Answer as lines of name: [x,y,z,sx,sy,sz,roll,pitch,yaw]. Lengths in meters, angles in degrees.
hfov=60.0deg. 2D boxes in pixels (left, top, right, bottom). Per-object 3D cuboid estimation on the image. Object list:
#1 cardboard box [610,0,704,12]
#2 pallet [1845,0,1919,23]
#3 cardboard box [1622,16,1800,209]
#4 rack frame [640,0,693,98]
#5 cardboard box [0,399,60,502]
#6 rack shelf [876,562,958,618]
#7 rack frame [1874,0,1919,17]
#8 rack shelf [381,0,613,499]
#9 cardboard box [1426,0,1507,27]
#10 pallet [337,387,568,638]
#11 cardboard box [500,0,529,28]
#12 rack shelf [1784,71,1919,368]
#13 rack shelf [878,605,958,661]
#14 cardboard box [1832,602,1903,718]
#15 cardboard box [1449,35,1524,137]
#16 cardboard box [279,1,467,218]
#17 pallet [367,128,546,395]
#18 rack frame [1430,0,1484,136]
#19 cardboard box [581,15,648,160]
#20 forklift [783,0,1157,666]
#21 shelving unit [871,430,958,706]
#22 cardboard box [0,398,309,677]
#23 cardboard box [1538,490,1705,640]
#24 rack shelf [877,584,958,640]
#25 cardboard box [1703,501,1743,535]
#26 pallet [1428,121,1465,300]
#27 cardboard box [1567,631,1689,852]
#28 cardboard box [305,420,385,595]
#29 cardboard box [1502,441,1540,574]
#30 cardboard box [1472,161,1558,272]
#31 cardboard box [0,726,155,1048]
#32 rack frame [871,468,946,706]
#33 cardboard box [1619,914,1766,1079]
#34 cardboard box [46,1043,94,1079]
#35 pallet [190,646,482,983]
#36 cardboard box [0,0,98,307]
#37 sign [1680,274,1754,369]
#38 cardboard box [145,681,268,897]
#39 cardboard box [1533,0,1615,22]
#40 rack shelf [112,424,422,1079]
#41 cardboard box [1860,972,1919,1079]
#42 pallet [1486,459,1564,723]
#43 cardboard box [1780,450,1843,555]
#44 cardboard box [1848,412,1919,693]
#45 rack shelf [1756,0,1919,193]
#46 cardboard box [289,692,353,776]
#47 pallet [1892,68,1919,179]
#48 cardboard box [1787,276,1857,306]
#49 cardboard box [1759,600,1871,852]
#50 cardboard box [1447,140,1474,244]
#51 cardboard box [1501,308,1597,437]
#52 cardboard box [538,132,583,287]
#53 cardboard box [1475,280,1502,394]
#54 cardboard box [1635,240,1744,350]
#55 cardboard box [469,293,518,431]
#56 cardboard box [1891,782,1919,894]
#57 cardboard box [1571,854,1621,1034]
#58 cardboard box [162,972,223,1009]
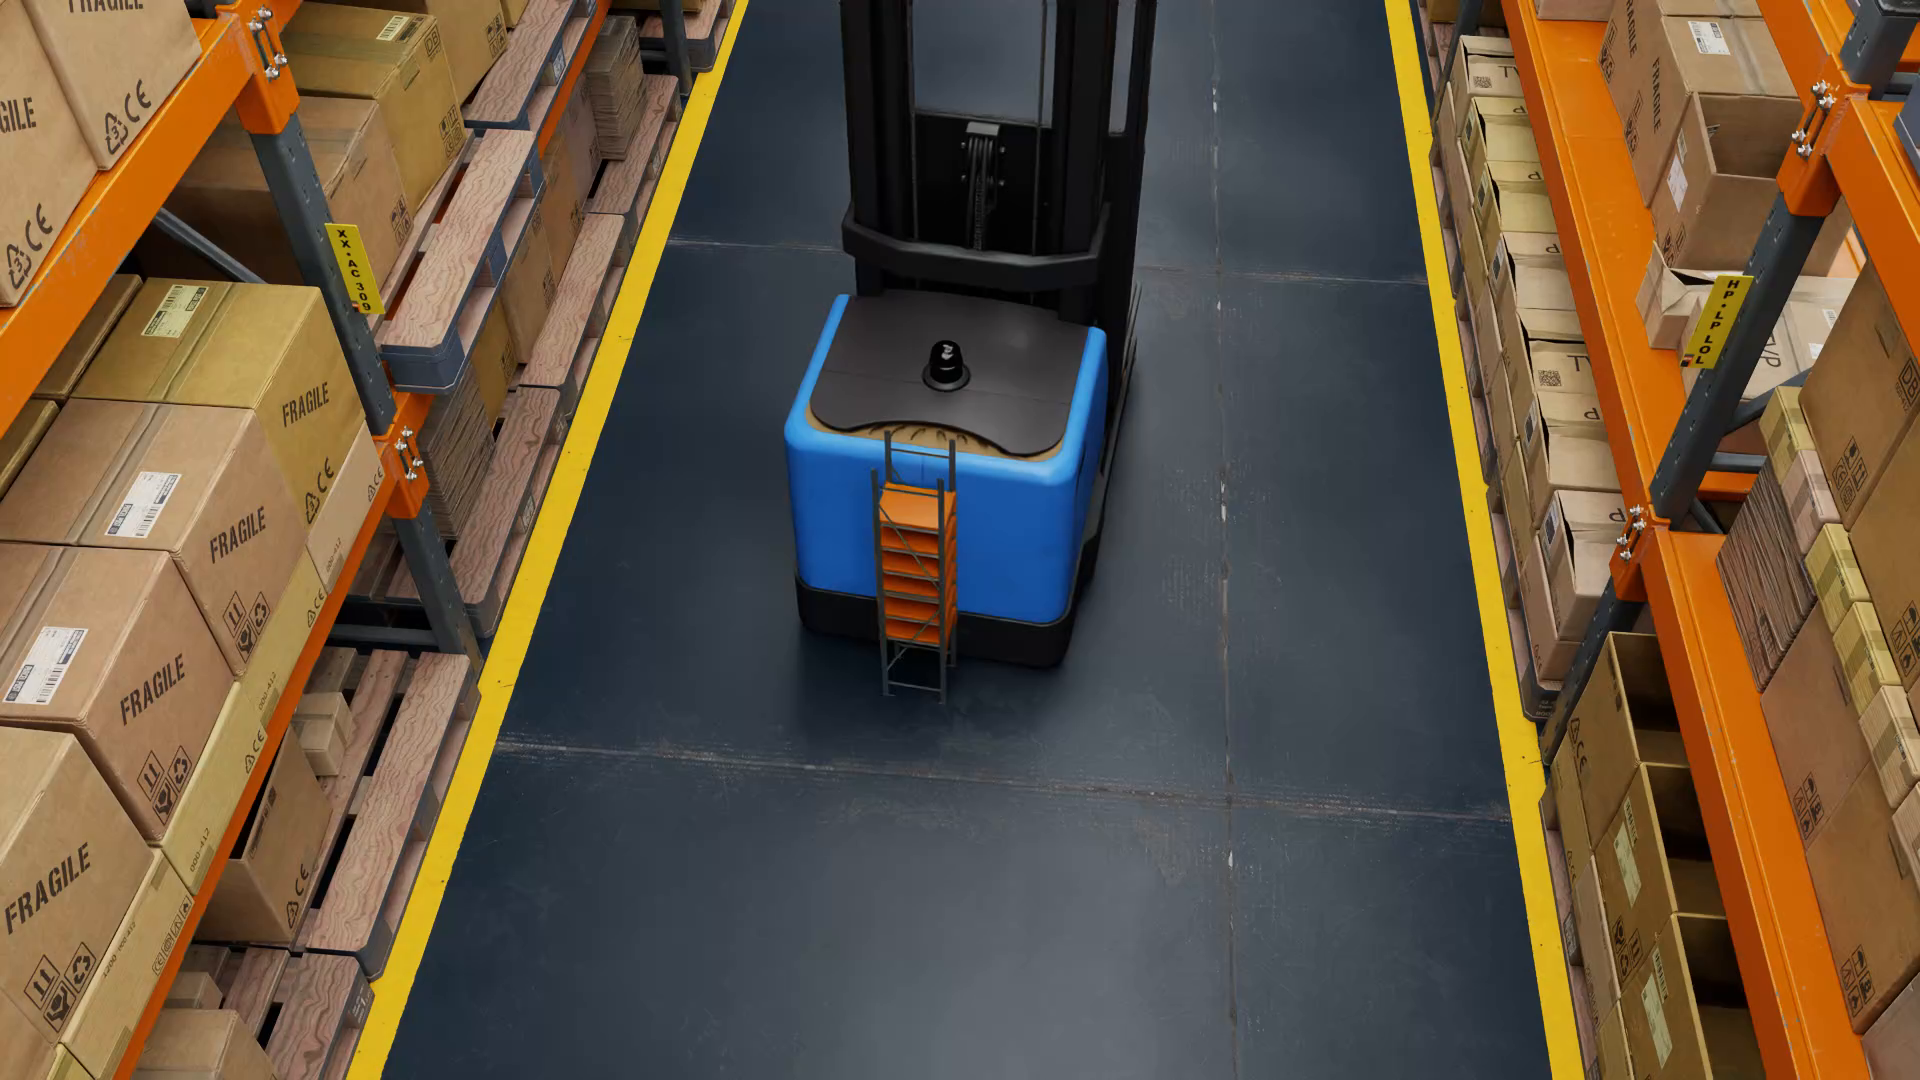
cardboard box: [-1.756,-3.419,9.043,0.750,0.750,0.750,3,48,3]
pallet: [2.683,-1.798,4.485,0.805,0.209,1.217,2,48,2]
cardboard box: [2.795,-1.554,6.096,0.500,0.500,0.500,4,48,4]
rack frame: [-1.954,-3.471,7.918,1.000,3.000,0.127,4,48,4]
cardboard box: [-2.620,-0.030,4.350,0.500,0.500,0.500,4,48,3]
rack shelf: [-0.151,0.158,5.879,0.258,0.103,0.180,9,48,8]
rack frame: [2.615,-2.226,2.714,1.000,3.000,0.127,4,48,4]
rack shelf: [-2.136,-1.759,6.839,1.077,0.370,4.000,4,48,4]
cardboard box: [2.831,-3.149,9.019,0.500,0.500,0.500,6,48,5]
pallet: [-2.249,-0.163,6.782,1.003,0.211,1.213,4,48,4]
cardboard box: [-2.078,-2.390,6.564,0.700,0.500,0.500,4,48,4]
rack shelf: [2.433,0.499,2.742,1.077,0.370,4.000,4,48,4]
rack shelf: [-0.151,0.320,6.056,0.258,0.103,0.180,9,48,8]
cardboard box: [2.331,0.297,3.964,0.380,0.149,0.250,3,48,3]
cardboard box: [2.639,-2.179,7.935,0.500,0.311,0.500,5,48,5]
cardboard box: [-2.180,-1.496,5.746,0.700,0.500,0.500,8,48,8]
pallet: [-2.104,-1.019,5.805,1.003,0.211,1.213,4,48,4]
rack frame: [2.980,-3.141,7.616,1.000,3.000,0.127,4,48,4]
cardboard box: [-1.967,-2.244,8.191,0.700,0.500,0.500,4,48,4]
forklift: [0.176,-1.623,6.275,1.130,2.935,3.031,9,48,8]
shelving unit: [-0.151,0.128,5.846,0.258,1.200,0.189,9,48,8]
cardboard box: [-2.093,-0.006,4.328,0.500,0.500,0.500,4,48,3]
cardboard box: [2.366,0.079,5.870,0.500,0.311,0.500,4,48,4]
rack shelf: [-0.151,0.239,5.967,0.258,0.103,0.180,9,48,8]
cardboard box: [2.901,0.108,5.843,0.500,0.311,0.500,4,48,4]
pallet: [2.866,-1.597,8.094,1.003,0.211,1.213,4,48,4]
cardboard box: [2.261,0.651,5.218,0.500,0.500,0.500,4,48,4]
cardboard box: [-2.060,-0.120,4.941,0.500,0.250,0.500,4,48,4]
cardboard box: [2.412,-0.111,6.424,0.500,0.250,0.500,3,48,3]
cardboard box: [2.551,-1.418,7.238,0.500,0.311,0.500,3,48,2]
cardboard box: [-2.197,0.746,3.641,0.500,0.500,0.500,5,48,5]
rack frame: [-0.169,0.194,5.786,0.240,1.200,0.006,9,48,8]
cardboard box: [2.170,1.386,4.546,0.500,0.500,0.500,4,48,4]
cardboard box: [-2.237,1.358,3.590,0.500,0.250,0.500,3,48,3]
pallet: [-2.344,0.905,5.805,1.003,0.211,1.213,4,48,4]
cardboard box: [-2.177,-0.826,3.385,0.500,0.500,0.500,0,48,0]
sign: [2.074,-0.595,4.556,0.100,0.325,0.005,4,48,4]
cardboard box: [-2.144,0.617,4.267,0.500,0.250,0.500,4,48,3]
cardboard box: [2.705,-2.467,7.060,0.500,0.311,0.500,3,48,3]
rack shelf: [-2.501,1.180,4.151,1.077,0.370,4.000,4,48,4]
cardboard box: [2.444,1.224,3.556,0.700,0.500,0.500,5,48,5]
pallet: [2.643,0.195,6.454,1.003,0.211,1.213,4,48,4]
cardboard box: [2.375,-0.085,4.314,0.380,0.149,0.250,5,48,4]
cardboard box: [2.536,0.025,3.774,0.700,0.500,0.500,4,48,3]
rack shelf: [2.797,-2.441,5.430,1.077,0.370,4.000,4,48,4]
cardboard box: [-2.337,0.671,5.751,0.380,0.166,0.250,-2,48,-2]
pallet: [2.563,-0.556,3.278,1.003,0.211,1.213,4,48,4]
cardboard box: [2.899,-0.754,5.603,0.380,0.149,0.250,4,48,4]
cardboard box: [2.539,0.479,4.237,0.700,0.500,0.500,3,48,3]
cardboard box: [2.594,-1.620,7.804,0.500,0.250,0.500,3,48,2]
cardboard box: [2.455,-0.671,6.555,0.500,0.311,0.500,4,48,3]
cardboard box: [-2.147,-1.506,7.516,0.700,0.500,0.500,4,48,3]
cardboard box: [2.506,-0.861,7.109,0.500,0.250,0.500,5,48,4]
cardboard box: [2.512,-0.815,5.579,0.396,0.266,0.258,3,48,3]
cardboard box: [-2.271,-0.762,6.836,0.700,0.500,0.500,3,48,3]
cardboard box: [2.284,0.677,3.616,0.380,0.149,0.250,3,48,2]
cardboard box: [2.220,1.272,5.158,0.500,0.250,0.500,4,48,4]
cardboard box: [-2.484,1.456,5.046,0.380,0.149,0.250,0,48,0]
